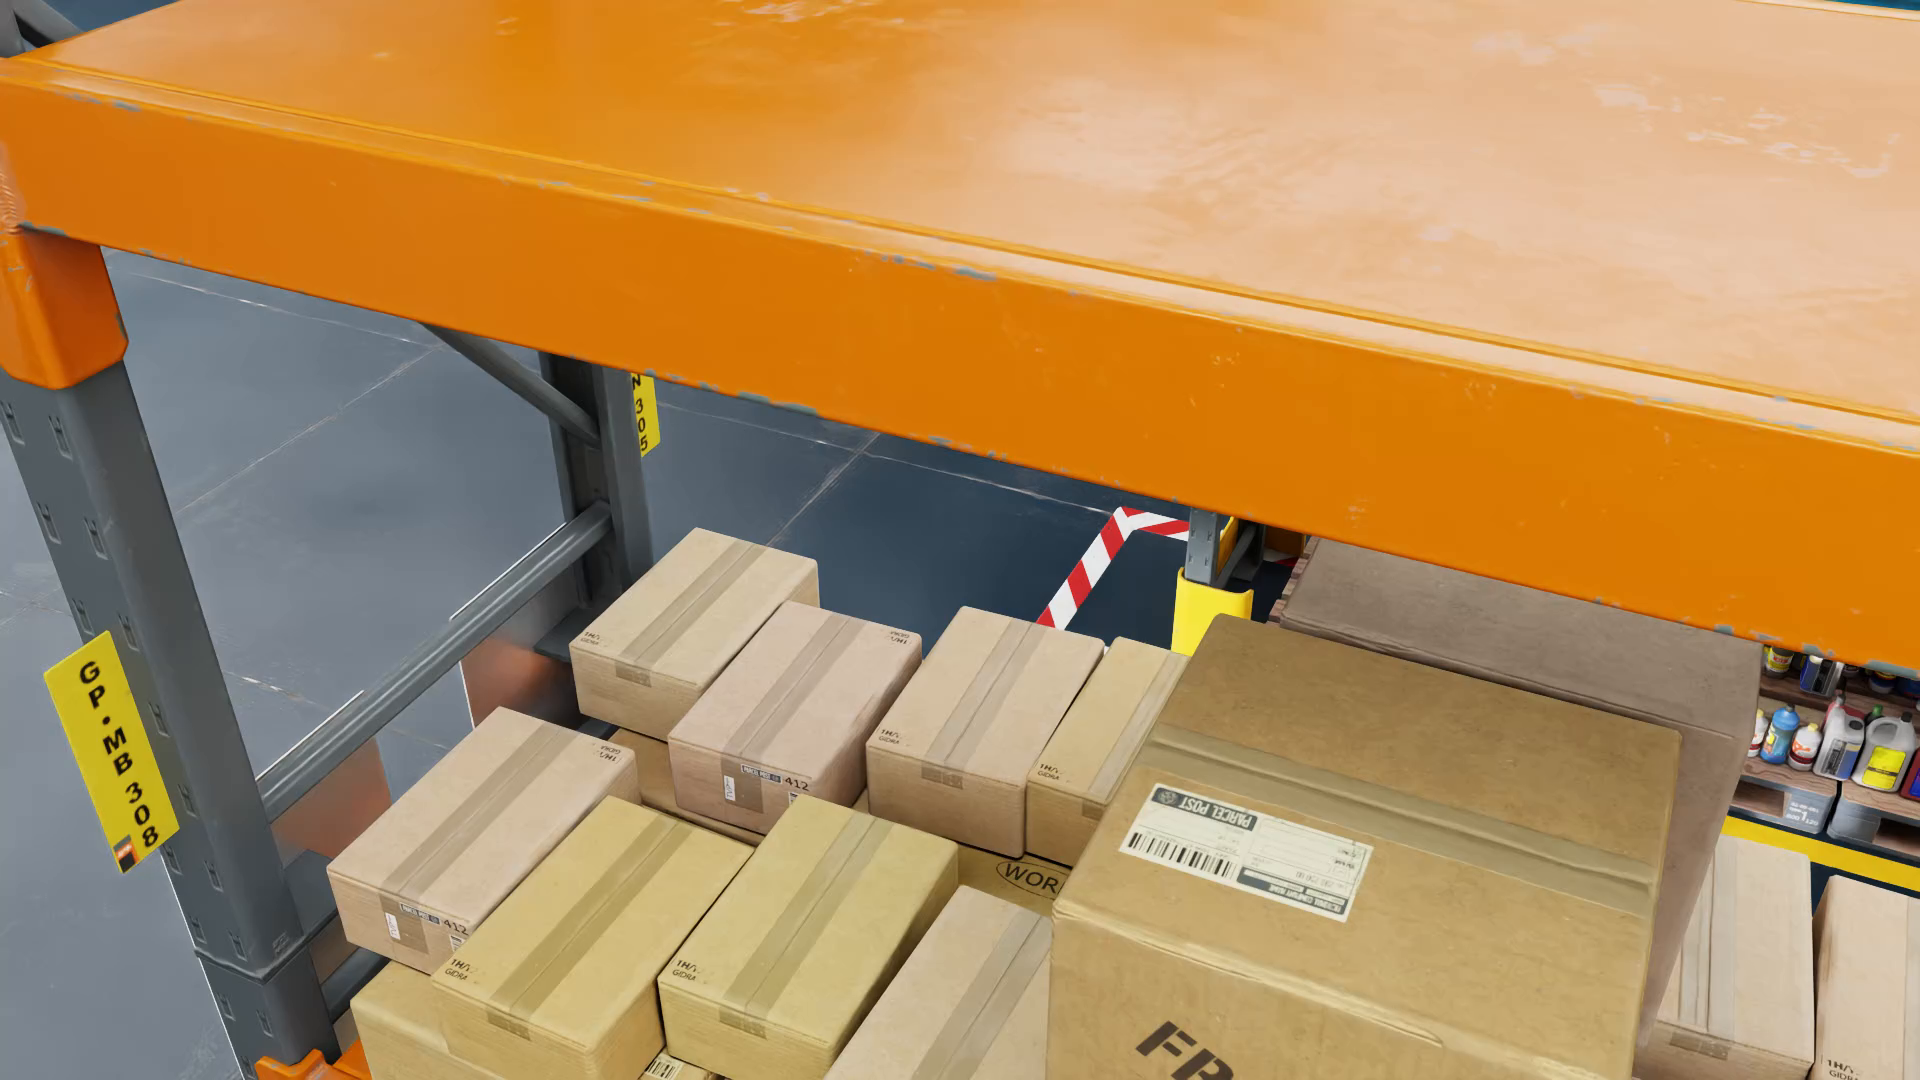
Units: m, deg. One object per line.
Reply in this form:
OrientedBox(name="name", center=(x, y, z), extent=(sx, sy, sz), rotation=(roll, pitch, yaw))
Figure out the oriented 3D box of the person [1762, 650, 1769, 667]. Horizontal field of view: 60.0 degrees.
OrientedBox(name="person", center=(2.399, 0.898, 5.775), extent=(0.918, 1.641, 0.487), rotation=(13, 36, 18))
